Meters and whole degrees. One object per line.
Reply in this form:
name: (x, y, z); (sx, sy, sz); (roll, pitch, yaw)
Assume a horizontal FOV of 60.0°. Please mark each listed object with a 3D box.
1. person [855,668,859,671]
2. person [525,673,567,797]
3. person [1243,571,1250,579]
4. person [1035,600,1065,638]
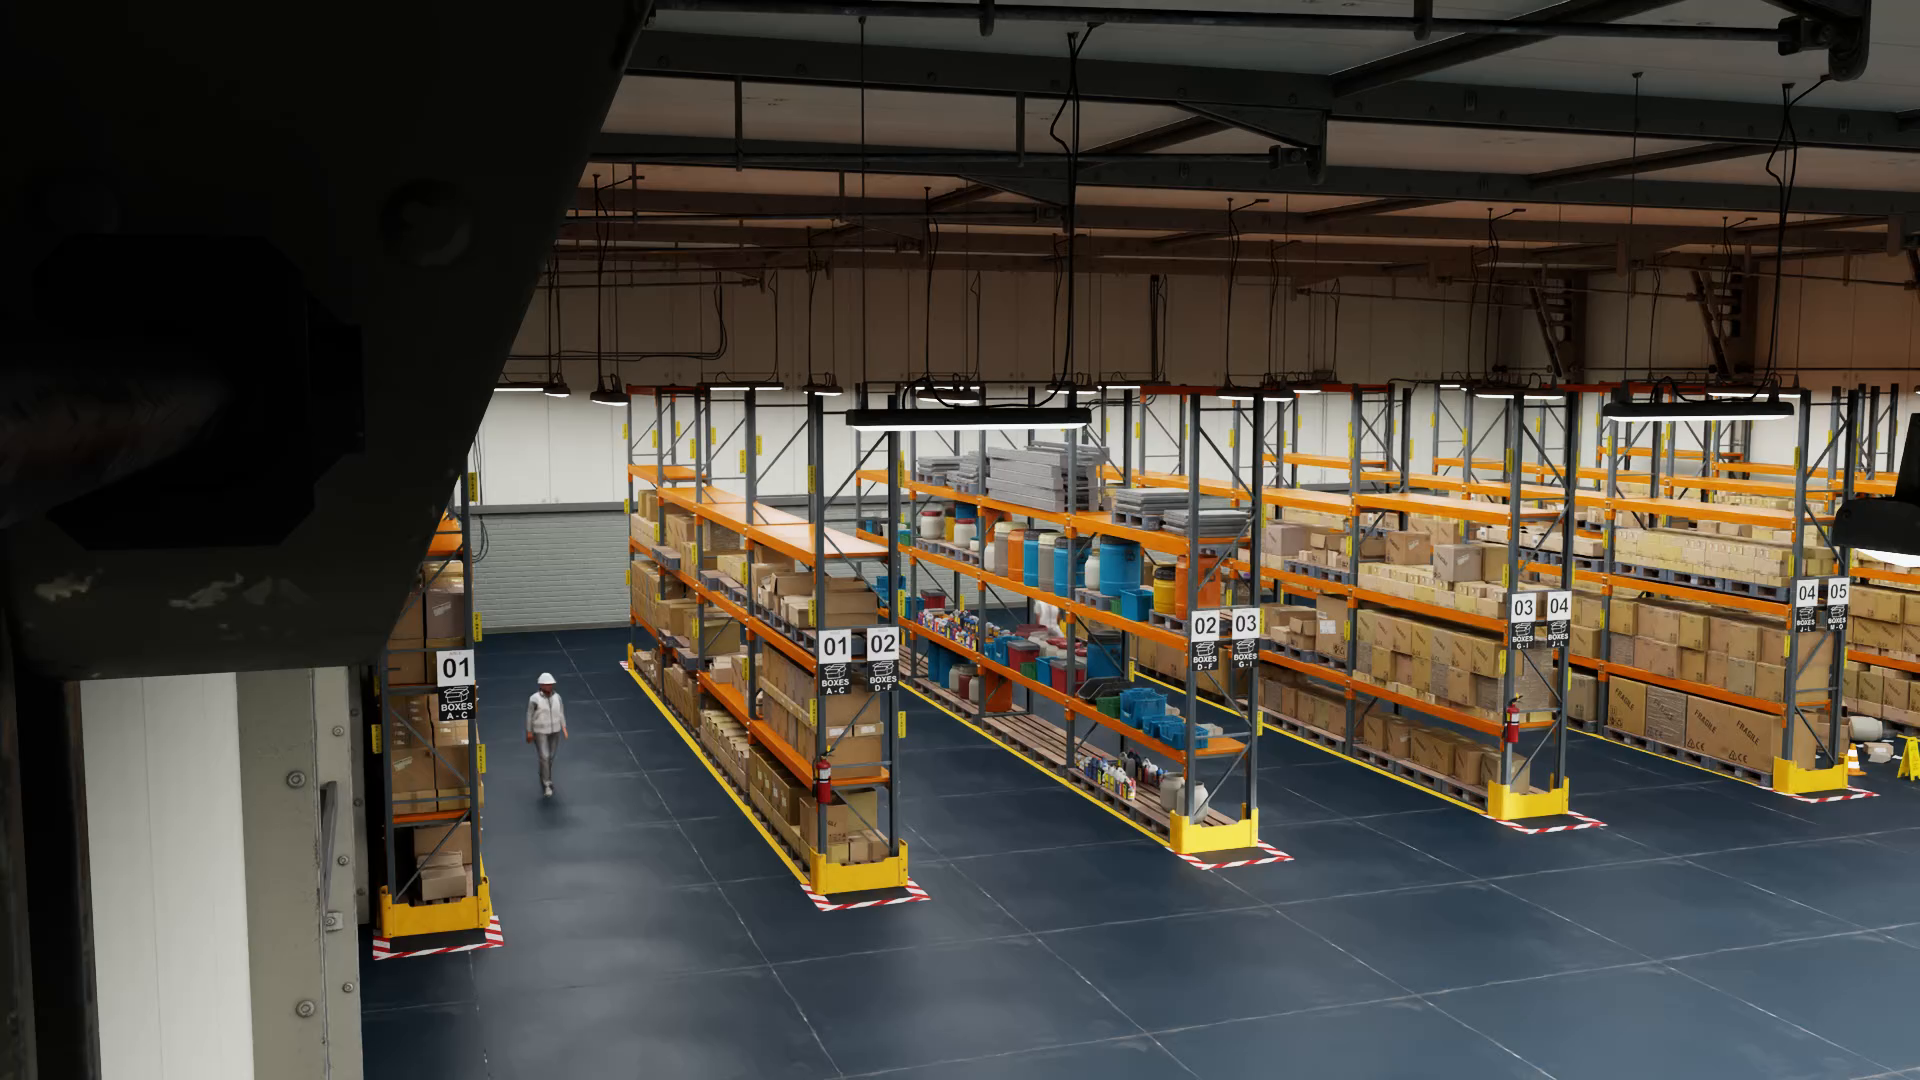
person: (-1.965, 2.328, 28.533); (0.644, 1.777, 0.531); (-4, 7, -36)
person: (-6.183, 2.880, 24.965); (0.575, 1.773, 0.807); (-6, 8, -44)
person: (7.448, 1.159, 42.476); (0.886, 1.556, 0.411); (-3, 7, -25)
person: (1.827, 1.760, 33.818); (0.620, 1.680, 0.895); (-3, 6, -25)
